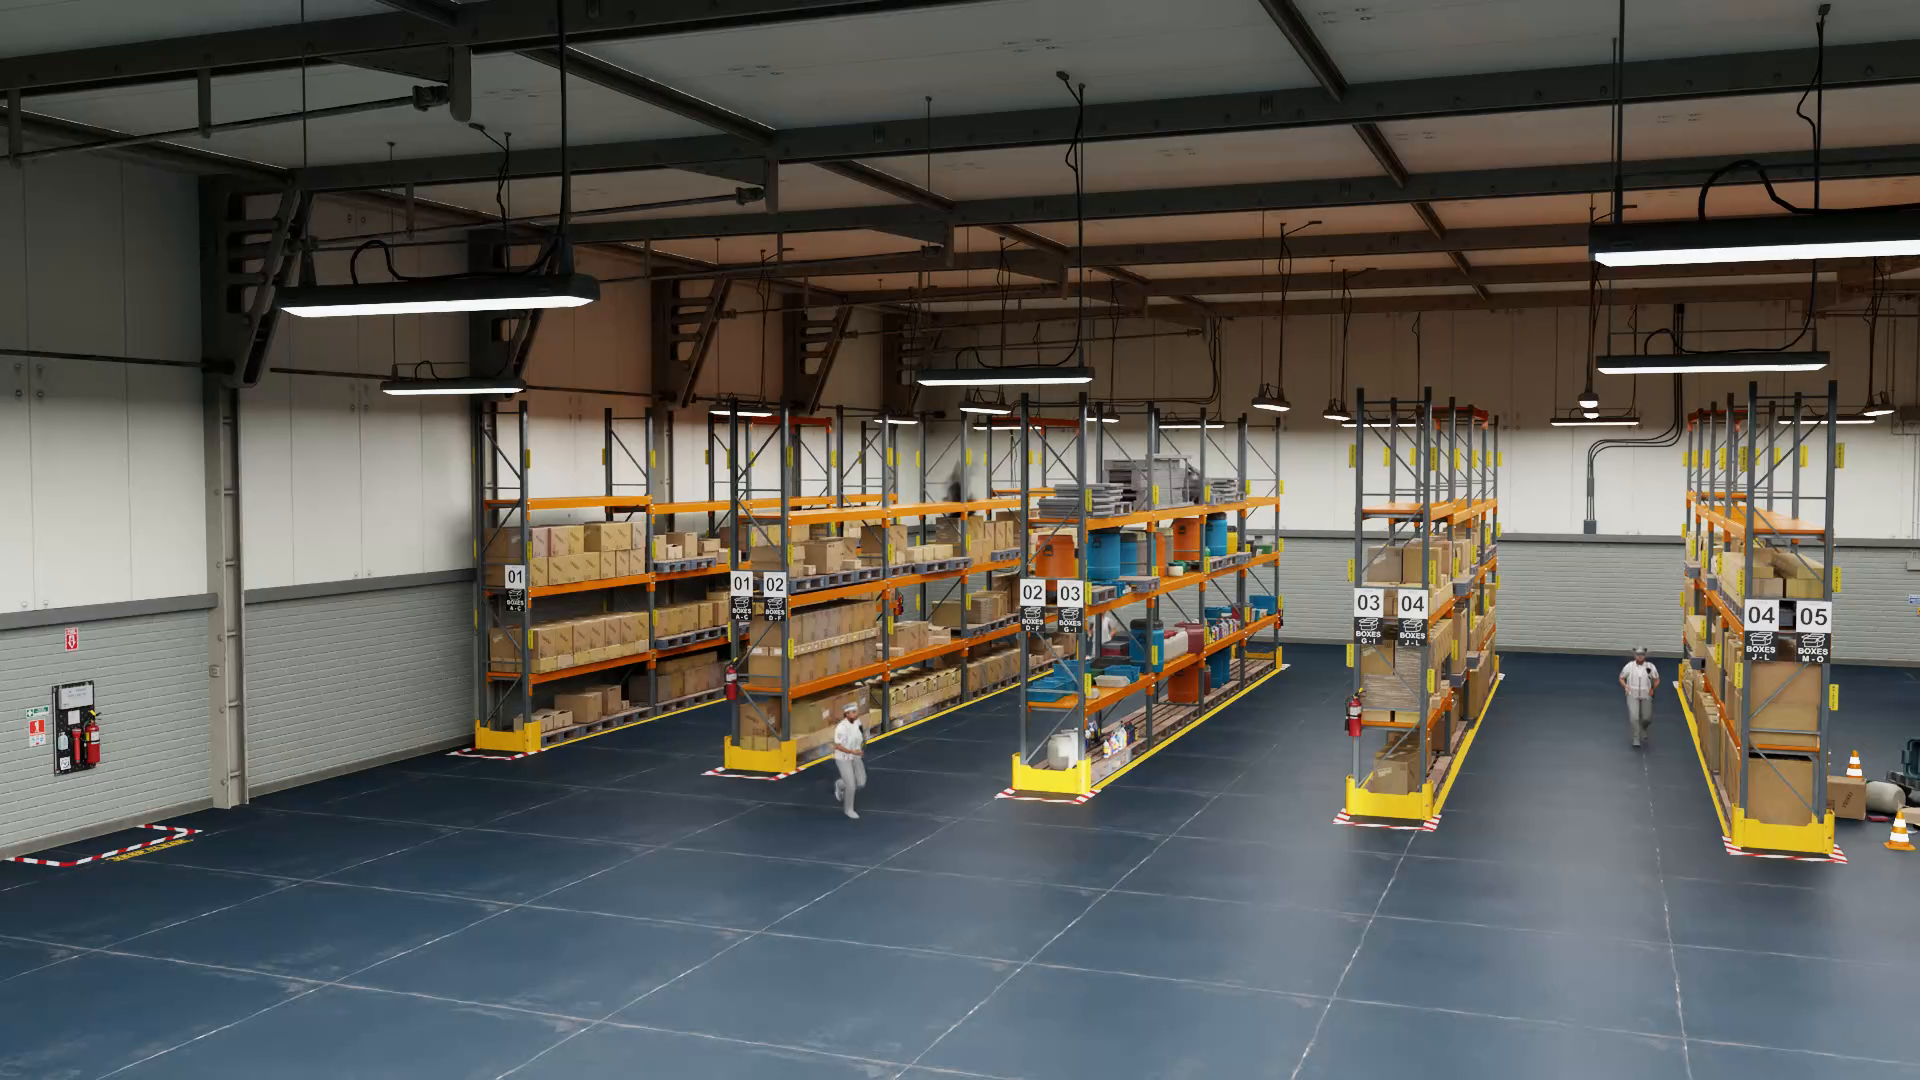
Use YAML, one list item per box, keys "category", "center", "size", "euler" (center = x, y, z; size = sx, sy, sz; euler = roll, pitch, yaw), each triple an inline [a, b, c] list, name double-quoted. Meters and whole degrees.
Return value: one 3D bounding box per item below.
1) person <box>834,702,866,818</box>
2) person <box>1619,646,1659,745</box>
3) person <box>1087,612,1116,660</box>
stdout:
- category: "person"
  center: [-1.520, 3.065, 23.273]
  size: [0.647, 1.650, 0.614]
  euler: [3, 4, 42]
- category: "person"
  center: [11.888, 2.715, 29.110]
  size: [0.661, 1.731, 0.605]
  euler: [1, 3, 19]
- category: "person"
  center: [3.156, 2.318, 37.308]
  size: [0.654, 1.737, 0.622]
  euler: [1, 3, 12]
